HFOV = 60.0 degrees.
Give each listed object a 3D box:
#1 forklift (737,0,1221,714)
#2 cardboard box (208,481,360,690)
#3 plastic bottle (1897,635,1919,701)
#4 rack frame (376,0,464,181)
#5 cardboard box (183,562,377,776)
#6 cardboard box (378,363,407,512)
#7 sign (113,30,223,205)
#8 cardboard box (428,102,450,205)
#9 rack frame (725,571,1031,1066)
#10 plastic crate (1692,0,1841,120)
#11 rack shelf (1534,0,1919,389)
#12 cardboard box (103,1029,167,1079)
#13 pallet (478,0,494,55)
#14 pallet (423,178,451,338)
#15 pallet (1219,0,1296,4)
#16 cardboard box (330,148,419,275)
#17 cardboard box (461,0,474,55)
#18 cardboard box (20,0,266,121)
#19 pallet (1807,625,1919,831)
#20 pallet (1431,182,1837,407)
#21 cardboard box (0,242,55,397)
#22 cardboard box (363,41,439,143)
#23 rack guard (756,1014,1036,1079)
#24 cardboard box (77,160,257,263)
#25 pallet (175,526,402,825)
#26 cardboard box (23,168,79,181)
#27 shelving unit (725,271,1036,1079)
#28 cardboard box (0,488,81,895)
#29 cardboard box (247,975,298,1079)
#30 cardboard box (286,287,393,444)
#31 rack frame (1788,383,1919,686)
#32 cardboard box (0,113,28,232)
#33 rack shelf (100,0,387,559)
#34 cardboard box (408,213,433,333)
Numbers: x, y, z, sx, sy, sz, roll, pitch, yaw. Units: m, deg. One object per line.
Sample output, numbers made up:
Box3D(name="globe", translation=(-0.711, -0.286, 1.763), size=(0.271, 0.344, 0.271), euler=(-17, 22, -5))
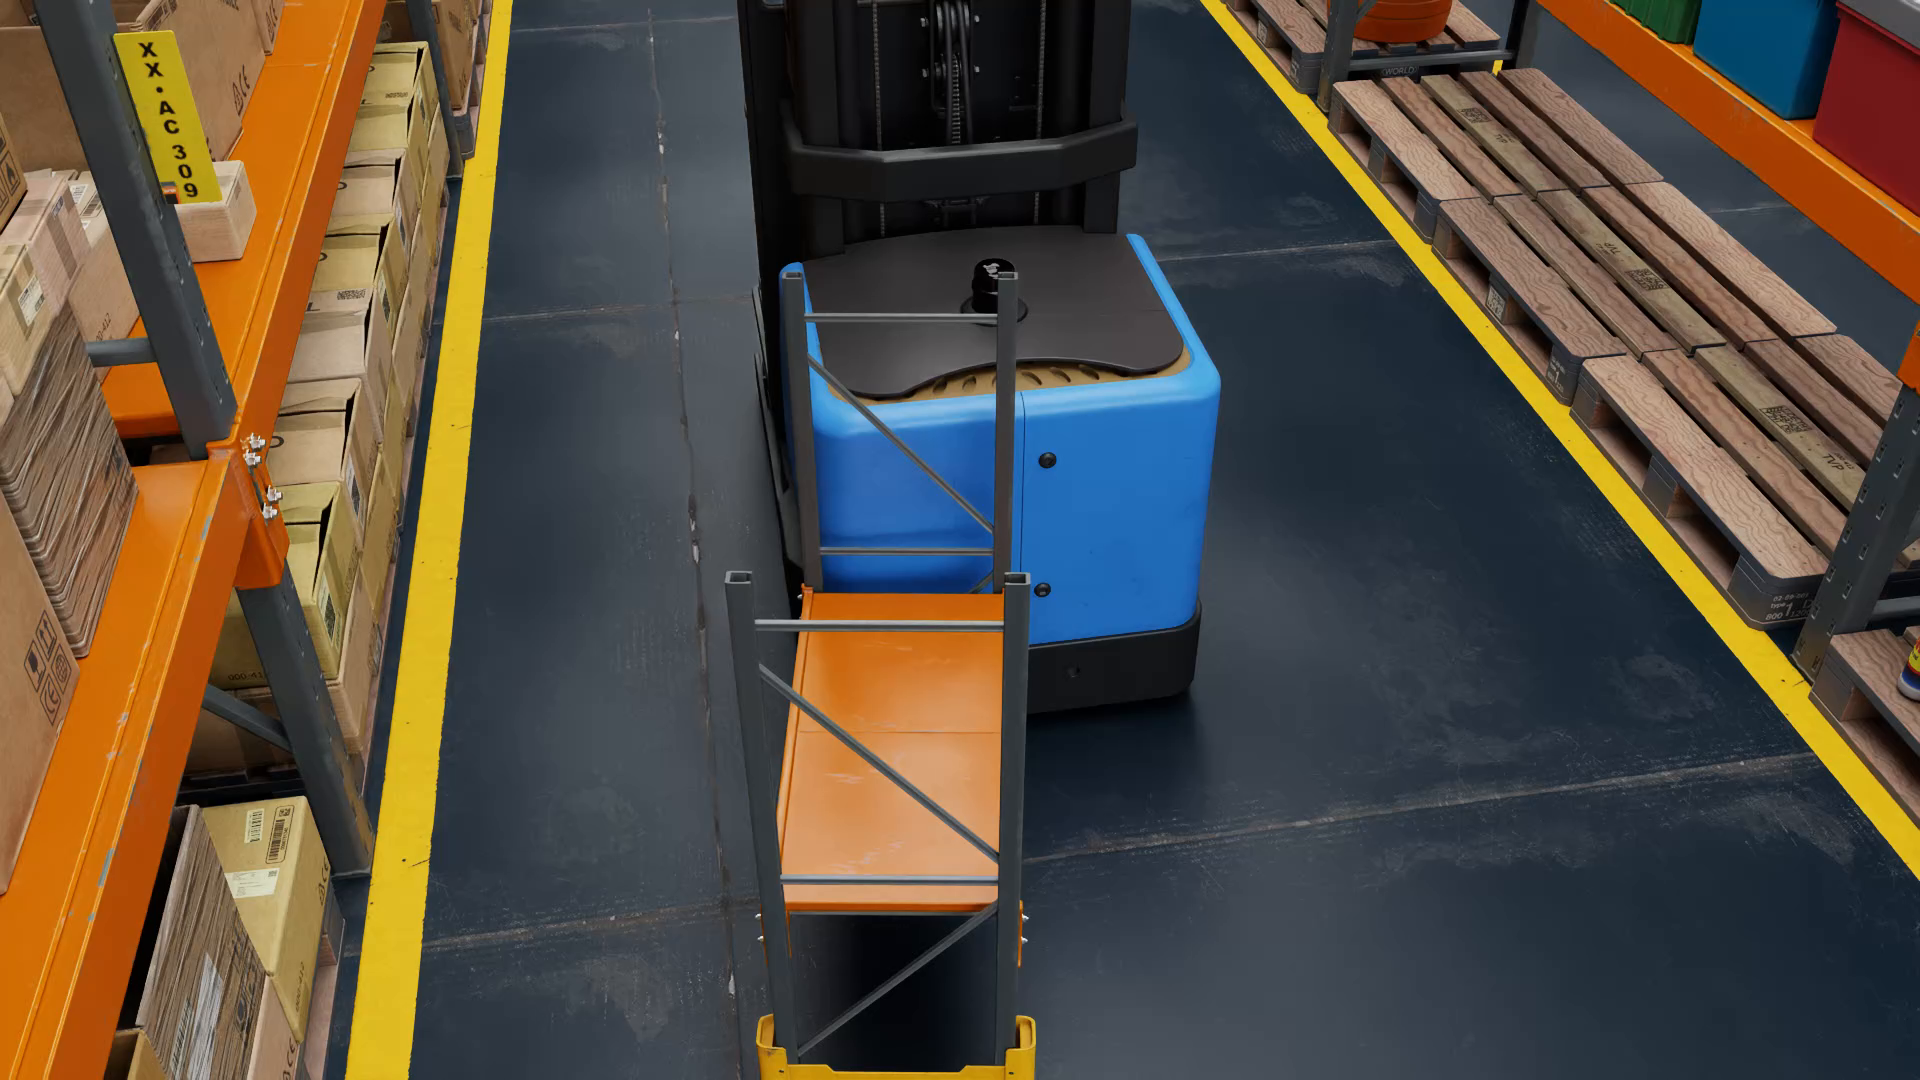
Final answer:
Box3D(name="forklift", translation=(-0.111, -1.538, 4.840), size=(1.130, 2.935, 3.031), euler=(-6, 38, -8))
Box3D(name="cardboard box", translation=(-1.806, 0.095, 4.125), size=(0.500, 0.311, 0.500), euler=(-6, 38, -8))
Box3D(name="plastic bottle", translation=(2.523, 0.286, 4.303), size=(0.097, 0.271, 0.097), euler=(0, 38, 0))
Box3D(name="rack frame", translation=(-2.680, -2.743, 6.336), size=(1.000, 3.000, 0.127), euler=(-6, 38, -8))
Box3D(name="cardboard box", translation=(-1.805, 0.323, 4.289), size=(0.500, 0.250, 0.500), euler=(-7, 38, -9))
Box3D(name="cardboard box", translation=(-1.987, -0.299, 5.089), size=(0.500, 0.250, 0.500), euler=(-7, 38, -9))
Box3D(name="sign", translation=(-1.432, -0.761, 3.014), size=(0.100, 0.325, 0.005), euler=(-6, 38, -8))
Box3D(name="cardboard box", translation=(-2.347, -1.532, 6.675), size=(0.500, 0.250, 0.500), euler=(-5, 38, -7))
Box3D(name="rack frame", translation=(-0.134, 0.654, 3.185), size=(0.500, 1.500, 0.032), euler=(0, 38, 0))
Box3D(name="plastic crate", translation=(2.399, -1.484, 4.728), size=(0.392, 0.384, 0.575), euler=(-6, 38, -8))
Box3D(name="rack shelf", translation=(2.548, -1.782, 5.685), size=(1.077, 0.370, 4.000), euler=(-6, 38, -8))
Box3D(name="cardboard box", translation=(-1.514, 1.158, 2.602), size=(0.500, 0.500, 0.500), euler=(-6, 38, -8))
Box3D(name="pallet", translation=(-2.984, -2.832, 8.724), size=(1.003, 0.211, 1.213), euler=(-6, 38, -8))
Box3D(name="pallet", translation=(-2.574, -1.141, 6.546), size=(1.003, 0.211, 1.213), euler=(-6, 38, -8))
Box3D(name="pallet", translation=(1.808, -3.379, 9.428), size=(1.003, 0.211, 1.213), euler=(-6, 38, -8))
Box3D(name="cardboard box", translation=(-2.162, -1.136, 5.710), size=(0.500, 0.311, 0.500), euler=(-6, 38, -8))
Box3D(name="cardboard box", translation=(-2.576, -2.551, 7.768), size=(0.500, 0.500, 0.500), euler=(-8, 38, -10))
Box3D(name="cardboard box", translation=(-2.277, -1.453, 4.594), size=(0.500, 0.500, 0.500), euler=(-6, 38, -8))
Box3D(name="pallet", translation=(2.976, 0.654, 4.237), size=(1.003, 0.211, 1.213), euler=(-6, 38, -8))
Box3D(name="pallet", translation=(2.506, -0.965, 6.320), size=(1.003, 0.211, 1.213), euler=(-6, 38, -8))
Box3D(name="cardboard box", translation=(-1.678, -0.332, 2.622), size=(0.380, 0.149, 0.250), euler=(-7, 38, -9))
Box3D(name="cardboard box", translation=(-2.345, -1.755, 6.505), size=(0.500, 0.311, 0.500), euler=(-5, 38, -7))
Box3D(name="rack guard", translation=(-0.134, 1.136, 3.584), size=(0.587, 0.250, 0.087), euler=(0, 38, 0))
Box3D(name="cardboard box", translation=(-1.933, -0.785, 4.020), size=(0.380, 0.149, 0.250), euler=(-6, 38, -8))
Box3D(name="pallet", translation=(-2.146, 0.333, 4.649), size=(1.003, 0.211, 1.213), euler=(-6, 38, -8))
Box3D(name="cardboard box", translation=(-2.313, -0.785, 3.925), size=(0.396, 0.266, 0.258), euler=(-7, 38, -9))
Box3D(name="shelving unit", translation=(-0.131, 0.337, 3.594), size=(0.587, 1.500, 1.083), euler=(0, 38, 0))
Box3D(name="cardboard box", translation=(-1.796, 0.219, 2.442), size=(0.700, 0.500, 0.500), euler=(-7, 38, -8))
Box3D(name="cardboard box", translation=(-1.604, 1.153, 3.220), size=(0.500, 0.250, 0.500), euler=(-6, 38, -8))
Box3D(name="cardboard box", translation=(-1.980, -0.520, 4.917), size=(0.500, 0.311, 0.500), euler=(-7, 38, -9))
Box3D(name="rack frame", translation=(2.899, -0.858, 3.909), size=(1.000, 3.000, 0.127), euler=(-6, 38, -8))
Box3D(name="cardboard box", translation=(-1.894, -0.612, 2.453), size=(0.700, 0.500, 0.500), euler=(-6, 38, -8))
Box3D(name="rack shelf", translation=(-2.329, -1.251, 5.002), size=(1.077, 0.370, 4.000), euler=(-6, 38, -8))
Box3D(name="cardboard box", translation=(-2.168, -0.917, 5.884), size=(0.500, 0.250, 0.500), euler=(-5, 38, -7))
